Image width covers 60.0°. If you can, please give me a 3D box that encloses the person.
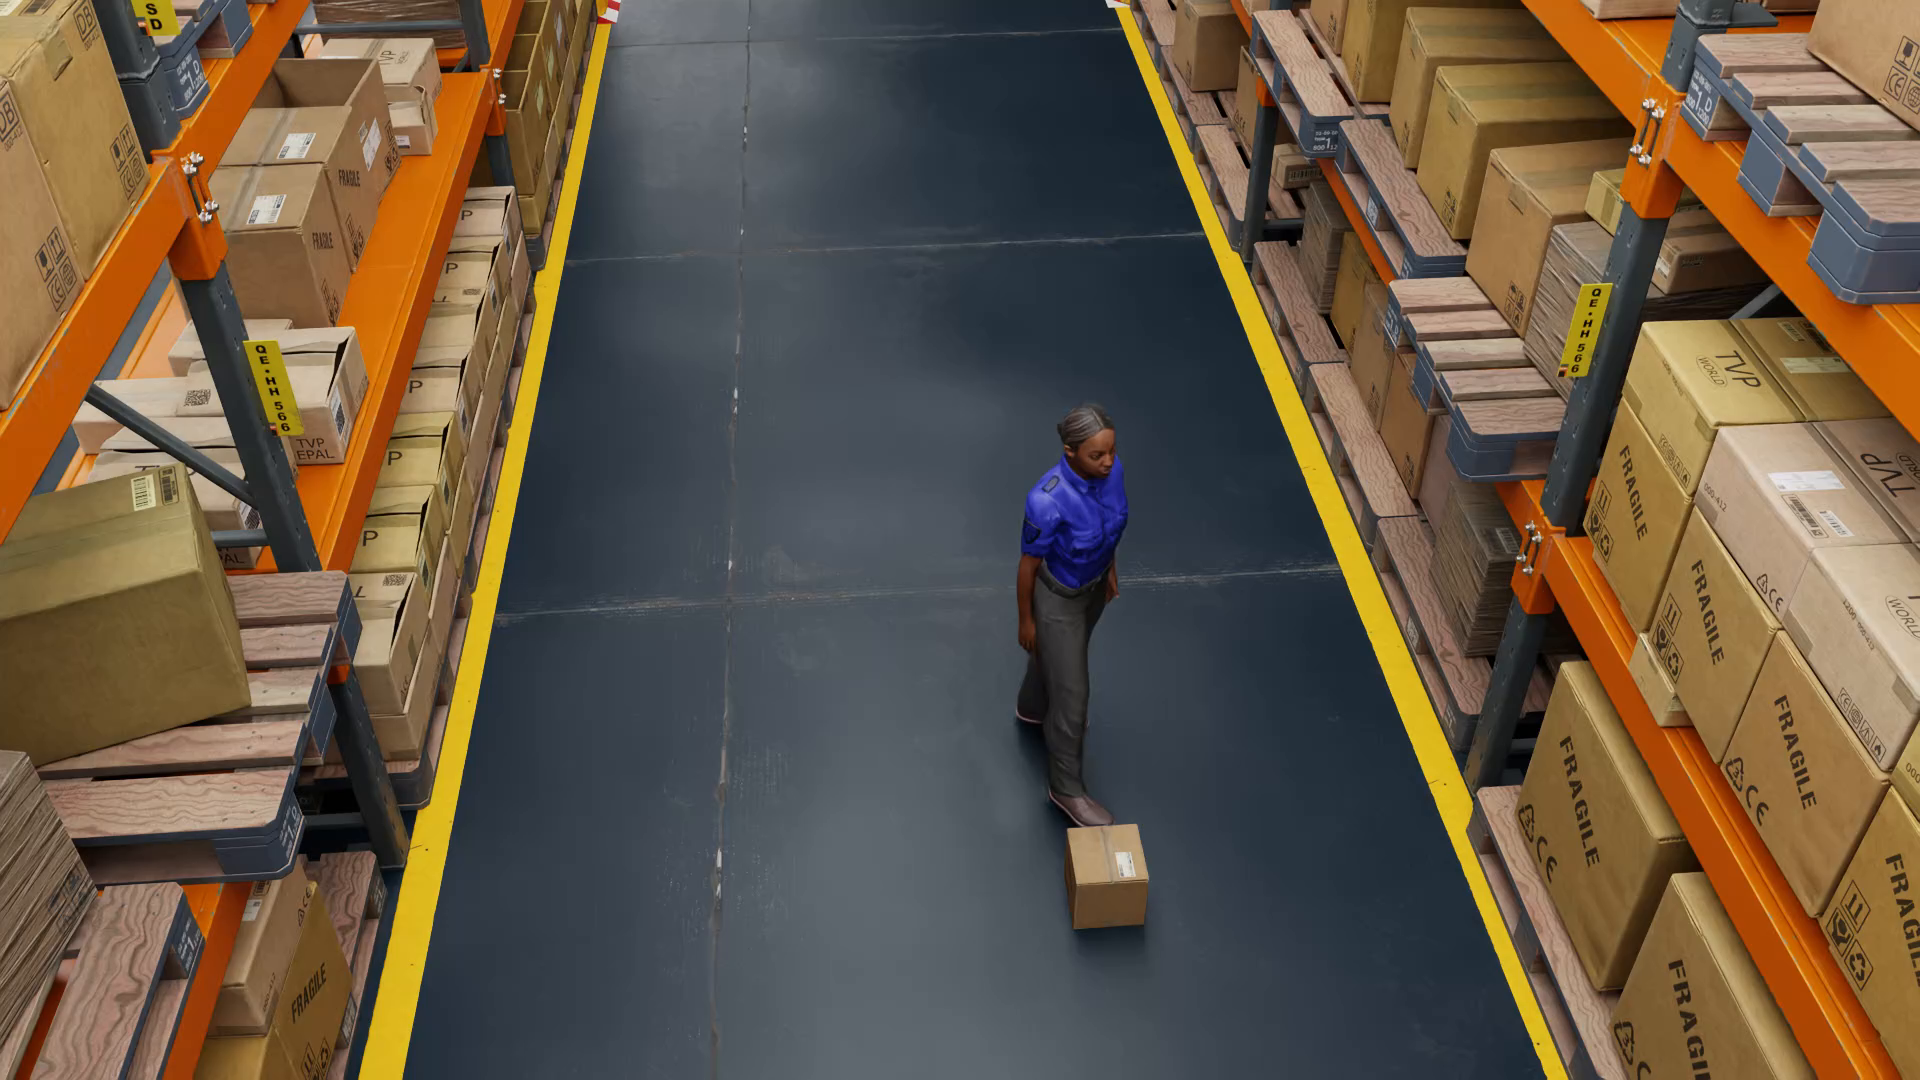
[{"bbox_3d":[0.430,0.229,5.870,0.647,1.631,0.529,26,46,28],"label":"person"}]
